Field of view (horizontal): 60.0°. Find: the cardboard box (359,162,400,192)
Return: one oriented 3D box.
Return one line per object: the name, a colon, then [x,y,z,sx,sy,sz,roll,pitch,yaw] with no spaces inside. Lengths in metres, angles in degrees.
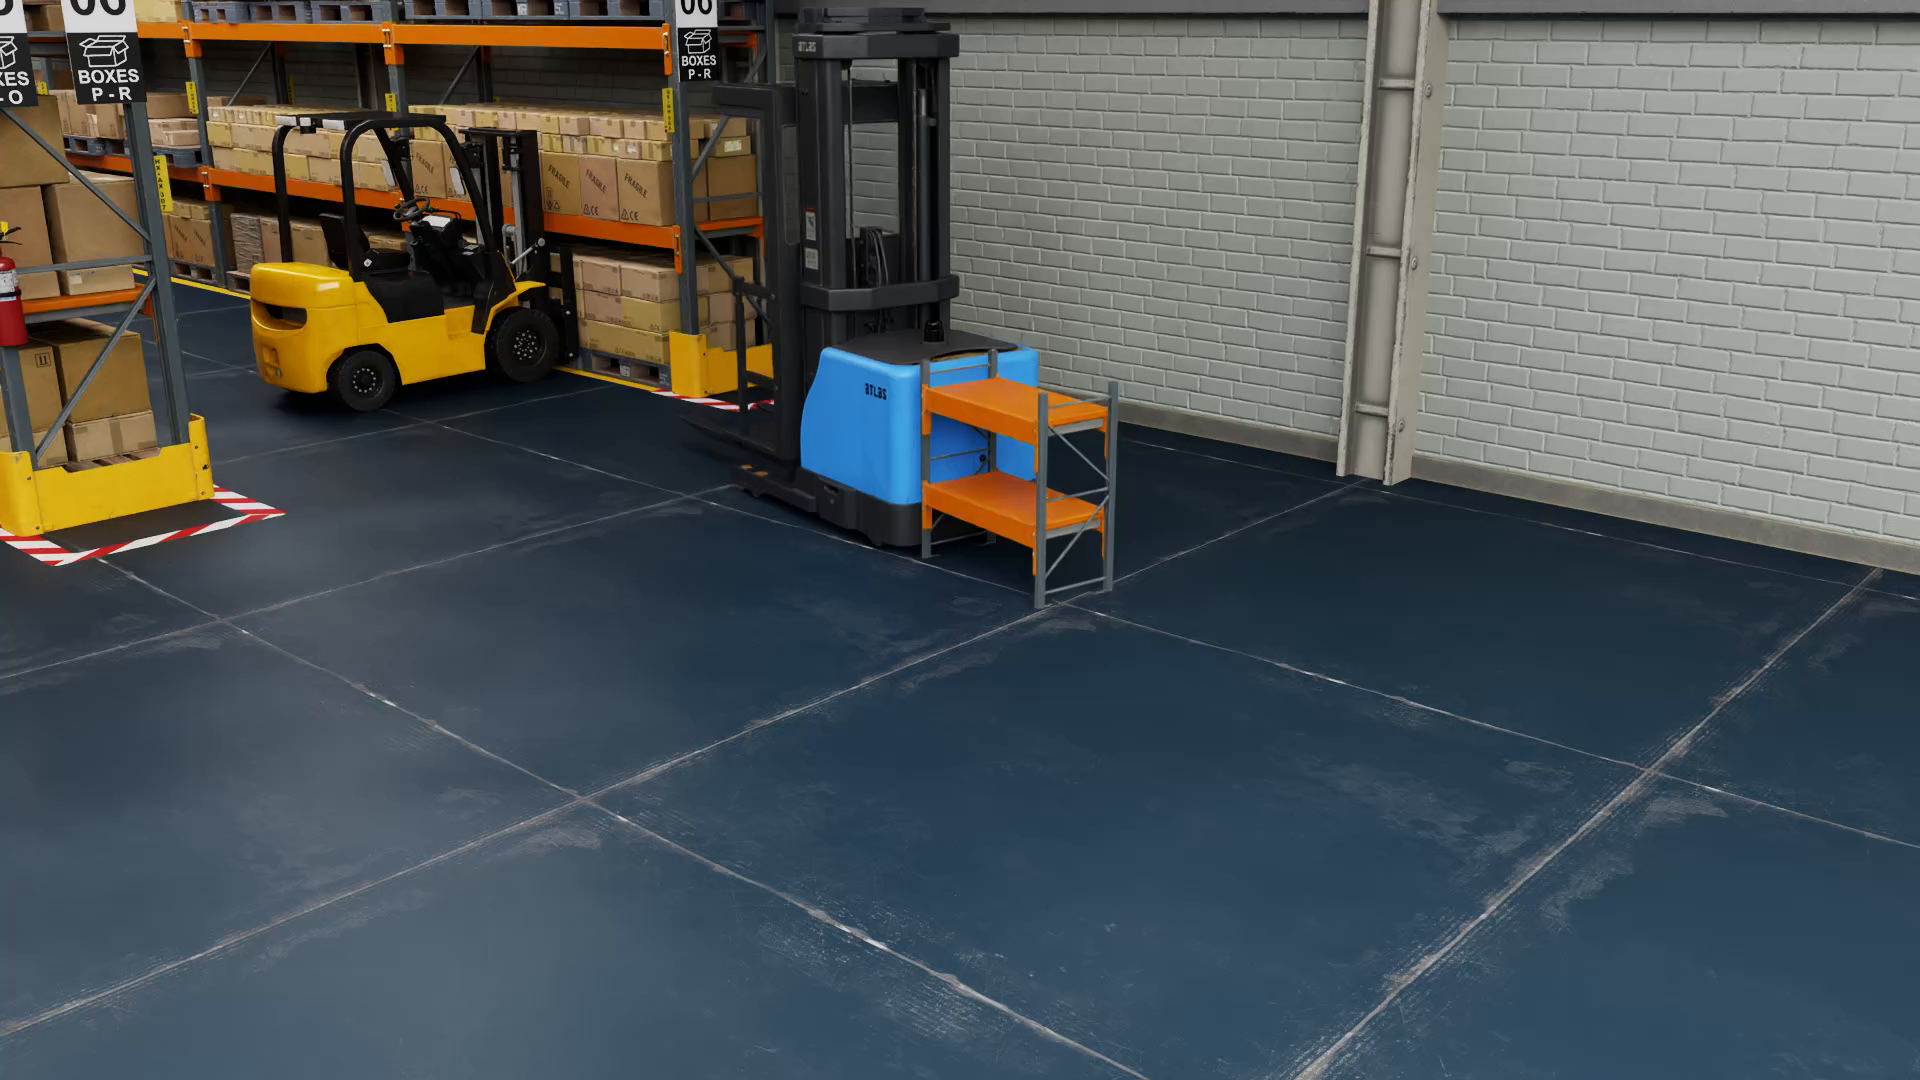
cardboard box: [-5.381,-3.489,15.895,0.500,0.250,0.500,16,23,40]

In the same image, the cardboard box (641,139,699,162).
cardboard box: [-2.284,-3.079,13.116,0.250,0.149,0.380,15,23,40]

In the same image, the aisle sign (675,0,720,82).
aisle sign: [-1.985,-3.875,12.565,0.004,0.787,0.394,15,23,39]

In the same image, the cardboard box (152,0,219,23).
cardboard box: [-8.368,-5.728,17.991,0.500,0.250,0.500,14,22,37]

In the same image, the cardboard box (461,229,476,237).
cardboard box: [-4.677,-2.717,15.411,0.500,0.250,0.500,15,23,38]

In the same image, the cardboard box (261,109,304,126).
cardboard box: [-6.958,-4.356,17.140,0.250,0.149,0.380,15,23,40]

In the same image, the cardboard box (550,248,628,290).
cardboard box: [-3.160,-2.304,14.111,0.500,0.250,0.500,15,23,40]

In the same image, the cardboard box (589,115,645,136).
cardboard box: [-2.803,-3.394,13.618,0.250,0.149,0.380,15,23,40]

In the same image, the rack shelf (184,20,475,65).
rack shelf: [-6.327,-5.007,16.660,4.000,0.370,1.077,15,23,39]

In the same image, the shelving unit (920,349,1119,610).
shelving unit: [0.295,-0.350,8.856,0.538,1.125,1.048,-12,21,-34]

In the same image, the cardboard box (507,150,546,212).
cardboard box: [-3.530,-3.110,14.287,0.500,0.500,0.500,15,23,40]

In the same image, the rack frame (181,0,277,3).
rack frame: [-7.823,-7.181,17.363,0.127,3.000,1.000,15,23,39]

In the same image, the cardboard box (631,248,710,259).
cardboard box: [-2.449,-2.320,14.163,0.500,0.250,0.500,15,23,39]

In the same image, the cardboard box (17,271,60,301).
cardboard box: [-5.553,-1.499,9.791,0.250,0.149,0.380,16,24,41]

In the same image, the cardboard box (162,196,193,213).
cardboard box: [-9.107,-3.905,19.325,0.250,0.149,0.380,15,23,38]

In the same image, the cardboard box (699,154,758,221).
cardboard box: [-2.025,-2.925,13.706,0.500,0.500,0.500,16,24,41]

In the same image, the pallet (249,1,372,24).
pallet: [-6.417,-5.322,16.775,1.213,0.211,1.003,16,24,42]

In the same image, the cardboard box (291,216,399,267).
cardboard box: [-6.368,-2.997,17.328,0.625,0.625,0.875,14,22,37]

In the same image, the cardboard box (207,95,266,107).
cardboard box: [-8.104,-4.708,18.629,0.500,0.500,0.500,16,24,42]

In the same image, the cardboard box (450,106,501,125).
cardboard box: [-4.337,-3.805,14.913,0.250,0.149,0.380,14,23,38]

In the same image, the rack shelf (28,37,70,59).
rack shelf: [-6.627,-3.080,10.589,4.000,0.370,1.077,15,23,39]

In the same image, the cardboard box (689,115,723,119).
cardboard box: [-2.106,-3.397,13.629,0.250,0.149,0.380,16,24,41]

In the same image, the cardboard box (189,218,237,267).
cardboard box: [-8.282,-3.367,18.700,0.500,0.500,0.500,16,24,41]

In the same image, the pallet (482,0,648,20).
pallet: [-3.267,-4.496,14.007,1.213,0.211,1.003,15,23,39]

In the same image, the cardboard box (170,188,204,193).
cardboard box: [-9.351,-4.184,20.202,0.250,0.149,0.380,15,23,40]

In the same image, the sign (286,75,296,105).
sign: [-7.457,-5.000,18.493,0.005,0.325,0.100,15,23,39]

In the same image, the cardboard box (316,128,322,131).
cardboard box: [-6.209,-4.144,16.472,0.250,0.149,0.380,15,23,40]

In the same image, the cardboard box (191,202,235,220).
cardboard box: [-8.360,-3.682,18.619,0.250,0.149,0.380,14,22,37]

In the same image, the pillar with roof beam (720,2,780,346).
pillar with roof beam: [-4.619,-4.945,10.316,0.400,9.000,9.100,15,23,39]

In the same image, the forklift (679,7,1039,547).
forklift: [-0.806,-1.742,10.256,1.130,2.935,3.031,-12,21,-34]

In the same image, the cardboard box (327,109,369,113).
cardboard box: [-6.284,-4.355,17.138,0.250,0.149,0.380,16,24,41]

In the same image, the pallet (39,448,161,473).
pallet: [-5.772,-0.449,10.677,1.213,0.211,1.003,15,23,39]

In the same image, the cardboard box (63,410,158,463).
cardboard box: [-5.551,-0.706,10.728,0.500,0.250,0.500,15,23,39]

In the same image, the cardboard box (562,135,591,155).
cardboard box: [-3.058,-3.284,13.764,0.250,0.149,0.380,14,22,38]

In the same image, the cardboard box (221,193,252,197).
cardboard box: [-8.568,-3.982,19.565,0.250,0.149,0.380,14,22,37]

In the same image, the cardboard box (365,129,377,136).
cardboard box: [-5.439,-3.942,15.835,0.250,0.149,0.380,15,23,38]

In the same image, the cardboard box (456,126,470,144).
cardboard box: [-4.224,-3.588,14.721,0.250,0.149,0.380,16,23,40]

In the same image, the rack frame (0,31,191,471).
rack frame: [-5.131,-1.592,9.668,0.127,3.000,1.000,15,23,39]

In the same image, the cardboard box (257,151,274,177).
cardboard box: [-6.890,-3.902,17.196,0.500,0.250,0.500,14,22,38]

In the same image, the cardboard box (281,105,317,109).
cardboard box: [-7.022,-4.566,17.803,0.250,0.149,0.380,15,23,39]

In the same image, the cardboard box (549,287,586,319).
cardboard box: [-3.179,-2.072,14.208,0.500,0.250,0.500,14,23,38]

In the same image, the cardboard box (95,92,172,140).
cardboard box: [-9.627,-4.963,19.433,0.500,0.500,0.700,15,23,39]

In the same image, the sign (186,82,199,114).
sign: [-8.176,-4.711,17.715,0.005,0.325,0.100,15,23,39]

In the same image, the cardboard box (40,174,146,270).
cardboard box: [-5.301,-1.939,10.106,0.500,0.500,0.500,15,23,38]

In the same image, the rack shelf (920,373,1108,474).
rack shelf: [0.295,-0.629,8.768,0.538,0.278,1.000,-12,21,-34]

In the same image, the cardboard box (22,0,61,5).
cardboard box: [-5.330,-3.253,9.700,0.500,0.250,0.500,15,23,38]

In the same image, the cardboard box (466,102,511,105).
cardboard box: [-4.392,-4.022,15.595,0.250,0.149,0.380,15,23,39]

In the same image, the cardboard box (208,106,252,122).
cardboard box: [-7.780,-4.548,17.746,0.250,0.149,0.380,16,24,41]

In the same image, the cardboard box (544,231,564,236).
cardboard box: [-3.945,-2.731,15.458,0.500,0.250,0.500,15,23,38]

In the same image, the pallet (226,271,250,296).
pallet: [-7.233,-2.819,18.144,1.213,0.211,1.003,15,23,39]

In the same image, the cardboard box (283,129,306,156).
cardboard box: [-6.501,-4.037,16.796,0.500,0.250,0.500,15,23,40]

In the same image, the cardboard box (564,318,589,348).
cardboard box: [-3.134,-1.832,14.278,0.500,0.250,0.500,15,23,40]

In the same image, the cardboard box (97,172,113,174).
cardboard box: [-10.682,-4.466,20.599,0.250,0.149,0.380,15,23,38]

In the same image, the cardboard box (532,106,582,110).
cardboard box: [-3.615,-3.819,14.957,0.250,0.149,0.380,15,23,38]

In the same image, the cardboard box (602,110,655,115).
cardboard box: [-2.849,-3.615,14.315,0.250,0.149,0.380,14,23,38]

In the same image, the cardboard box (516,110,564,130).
cardboard box: [-3.575,-3.599,14.265,0.250,0.149,0.380,15,23,39]
